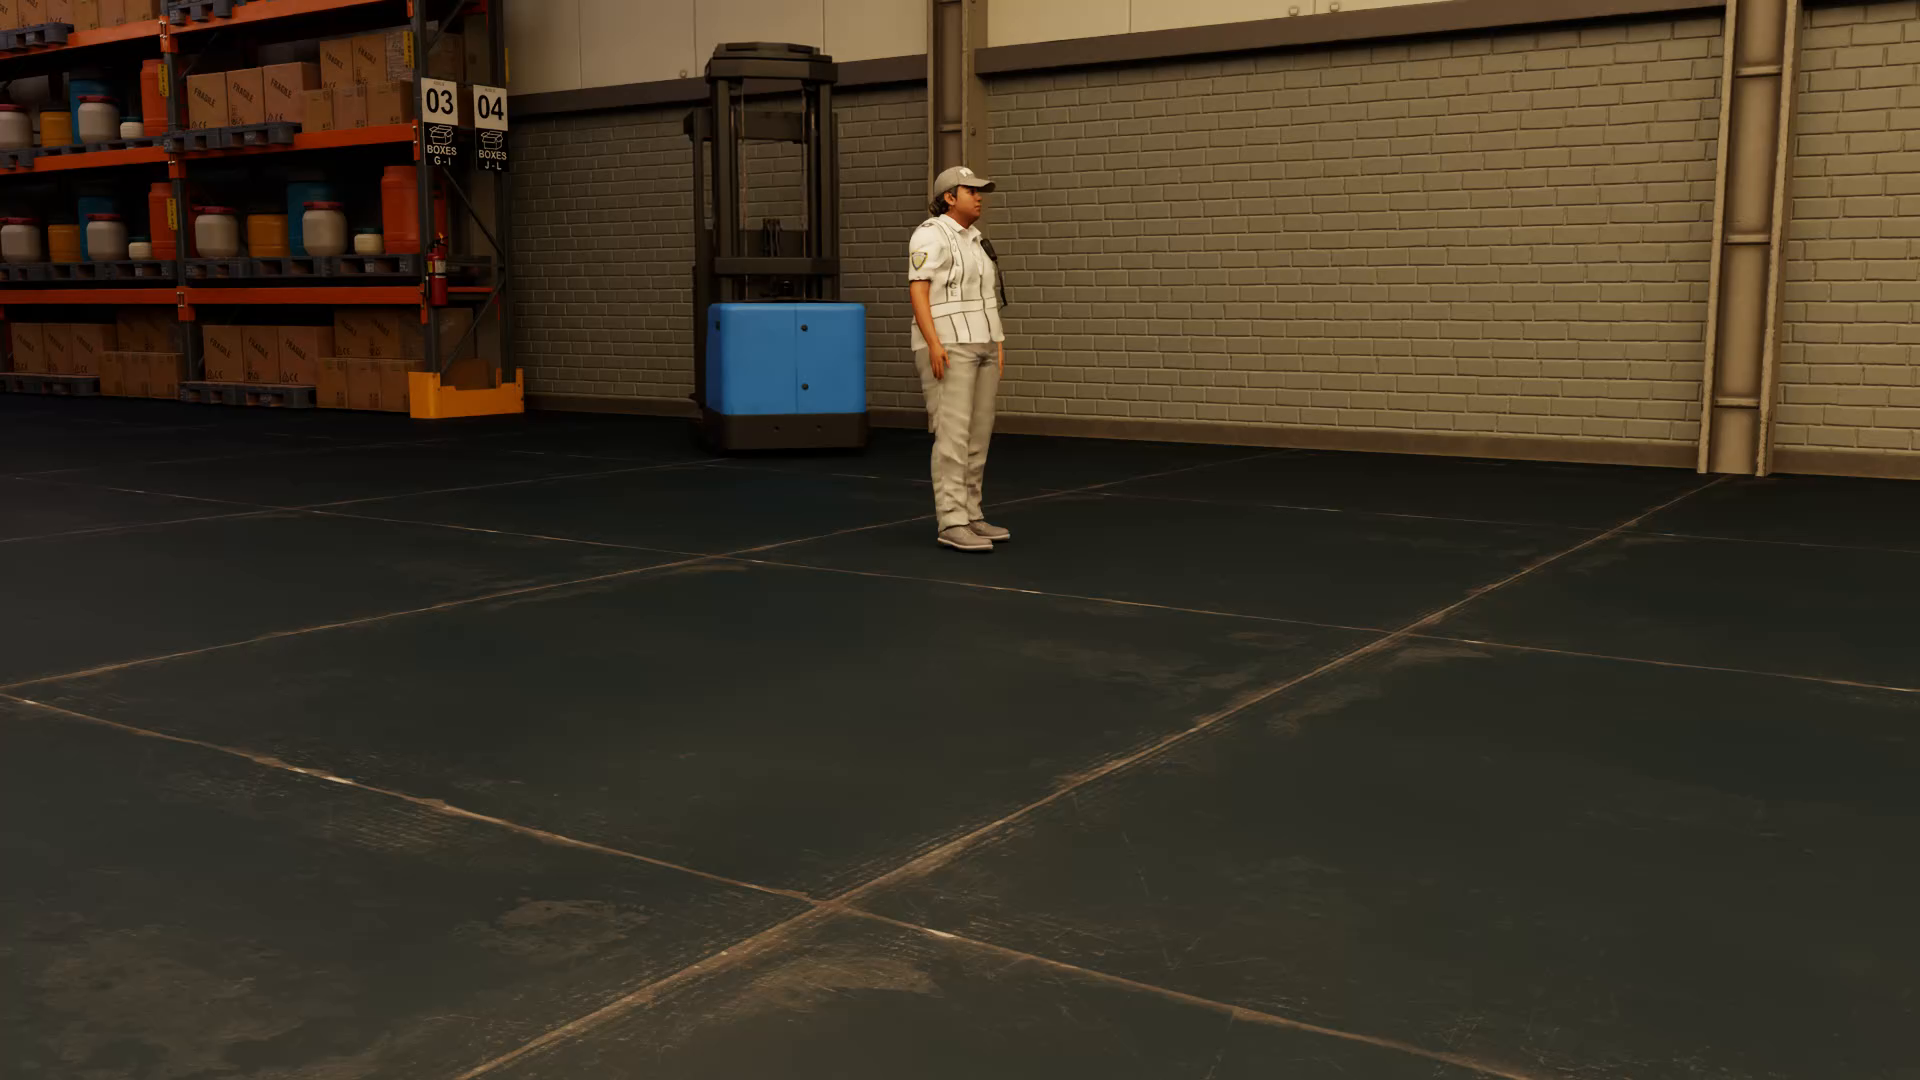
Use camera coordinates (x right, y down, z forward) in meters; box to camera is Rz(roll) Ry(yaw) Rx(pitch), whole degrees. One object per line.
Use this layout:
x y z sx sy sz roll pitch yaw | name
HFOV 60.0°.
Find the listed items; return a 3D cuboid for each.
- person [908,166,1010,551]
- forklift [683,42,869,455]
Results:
0.051 -0.820 7.425 0.529 1.660 0.598 5 10 34 | person
-1.520 -2.222 12.820 1.130 2.935 3.031 -2 8 -15 | forklift
